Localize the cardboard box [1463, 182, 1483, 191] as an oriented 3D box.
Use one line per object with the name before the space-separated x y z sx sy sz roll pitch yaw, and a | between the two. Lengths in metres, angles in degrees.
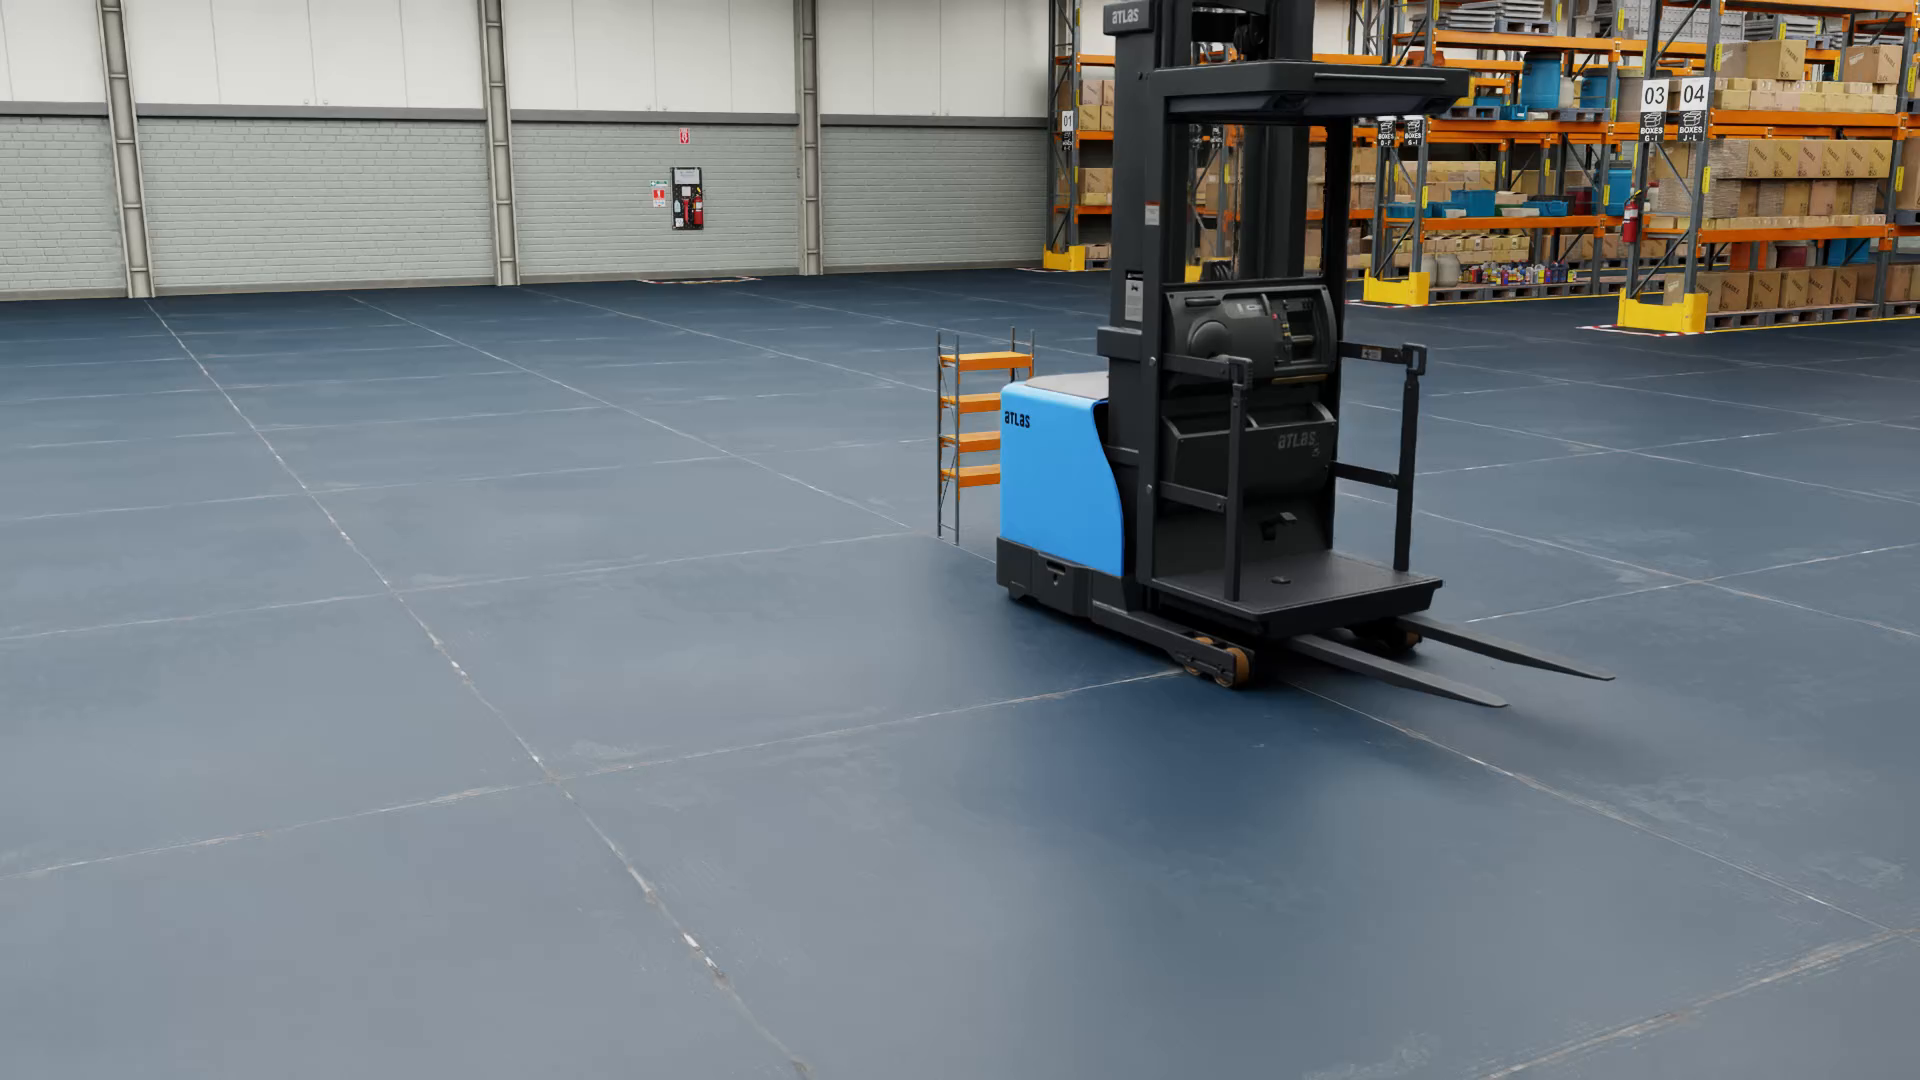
cardboard box | 10.040 -6.881 33.123 0.500 0.500 0.500 -8 15 -31

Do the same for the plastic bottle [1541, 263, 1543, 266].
plastic bottle | 9.874 -4.570 28.297 0.097 0.271 0.097 0 13 0

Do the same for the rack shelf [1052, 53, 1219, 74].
rack shelf | 3.862 -9.909 34.789 4.000 0.370 1.077 -7 14 -28

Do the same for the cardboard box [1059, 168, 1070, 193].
cardboard box | 2.418 -7.517 34.767 0.500 0.500 0.500 -7 14 -28

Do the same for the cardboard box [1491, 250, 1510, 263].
cardboard box | 10.709 -5.718 33.490 0.500 0.250 0.500 -7 14 -29

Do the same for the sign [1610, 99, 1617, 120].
sign | 10.618 -6.996 27.013 0.005 0.325 0.100 -7 14 -28

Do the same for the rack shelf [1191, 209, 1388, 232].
rack shelf | 6.239 -6.029 31.207 4.000 0.370 1.077 -7 14 -28

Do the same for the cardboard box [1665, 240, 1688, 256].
cardboard box | 15.488 -6.338 36.060 0.500 0.311 0.500 -7 14 -28

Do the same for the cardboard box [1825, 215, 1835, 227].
cardboard box | 11.769 -4.392 22.863 0.250 0.149 0.380 -7 14 -28

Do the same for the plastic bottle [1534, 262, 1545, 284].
plastic bottle | 9.485 -4.381 27.273 0.185 0.351 0.144 -7 14 -28

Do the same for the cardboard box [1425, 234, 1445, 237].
cardboard box | 9.548 -5.986 33.403 0.500 0.311 0.500 -7 14 -29

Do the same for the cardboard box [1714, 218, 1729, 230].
cardboard box | 9.819 -4.144 21.765 0.250 0.149 0.380 -7 14 -28

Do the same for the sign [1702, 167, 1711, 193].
sign | 9.487 -4.578 21.149 0.005 0.325 0.100 -7 14 -28

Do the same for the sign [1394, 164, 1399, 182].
sign | 8.261 -6.945 31.484 0.005 0.325 0.100 -7 14 -28

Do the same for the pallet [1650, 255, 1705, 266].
pallet | 15.619 -6.144 36.429 1.213 0.211 1.003 -7 14 -28

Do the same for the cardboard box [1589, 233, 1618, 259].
cardboard box | 13.397 -6.163 34.855 0.500 0.500 0.500 -7 15 -30

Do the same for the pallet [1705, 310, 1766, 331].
pallet | 10.023 -2.987 22.399 1.213 0.211 1.003 -7 14 -28

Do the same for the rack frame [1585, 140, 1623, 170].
rack frame | 16.150 -8.807 41.912 0.127 3.000 1.000 -7 14 -28

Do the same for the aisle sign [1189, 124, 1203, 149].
aisle sign | 4.285 -7.488 30.128 0.004 0.787 0.394 -7 14 -28

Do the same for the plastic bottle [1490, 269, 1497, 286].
plastic bottle | 8.594 -4.229 26.781 0.097 0.271 0.097 0 13 0

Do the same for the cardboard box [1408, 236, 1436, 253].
cardboard box | 8.918 -5.775 32.466 0.500 0.311 0.500 -7 14 -29

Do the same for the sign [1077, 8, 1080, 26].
sign | 2.366 -10.441 33.199 0.005 0.325 0.100 -7 14 -28

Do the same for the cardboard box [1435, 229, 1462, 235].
cardboard box | 11.352 -7.355 39.399 0.750 0.750 0.750 -6 14 -26

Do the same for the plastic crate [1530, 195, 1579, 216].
plastic crate | 9.844 -5.575 27.690 0.504 0.338 0.767 -7 14 -28

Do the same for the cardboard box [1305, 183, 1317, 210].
cardboard box | 6.257 -6.429 31.115 0.500 0.500 0.700 -6 14 -26

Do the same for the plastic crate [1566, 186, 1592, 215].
plastic crate | 10.643 -5.777 28.301 0.583 0.464 0.402 -7 14 -28

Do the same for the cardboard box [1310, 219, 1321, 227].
cardboard box | 7.991 -7.193 37.723 0.500 0.250 0.500 -7 14 -27

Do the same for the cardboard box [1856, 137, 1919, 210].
cardboard box | 13.502 -5.235 23.718 1.000 1.000 1.000 -7 14 -27

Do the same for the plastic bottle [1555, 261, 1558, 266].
plastic bottle | 9.868 -4.463 27.638 0.185 0.351 0.144 -7 14 -28

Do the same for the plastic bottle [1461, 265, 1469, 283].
plastic bottle | 8.349 -4.398 27.504 0.133 0.283 0.061 -6 14 -26

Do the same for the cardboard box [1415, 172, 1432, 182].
cardboard box | 10.577 -8.277 38.603 0.500 0.500 0.500 -7 14 -28

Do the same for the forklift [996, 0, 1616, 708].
forklift | 1.395 -0.936 7.092 1.130 2.935 3.031 -8 15 -31

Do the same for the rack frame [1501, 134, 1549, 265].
rack frame | 11.505 -7.012 33.933 0.127 3.000 1.000 -7 14 -28

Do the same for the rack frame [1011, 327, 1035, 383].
rack frame | 0.359 -0.628 9.669 0.015 1.200 0.240 -7 14 -28

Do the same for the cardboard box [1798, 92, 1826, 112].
cardboard box | 11.114 -5.814 22.121 0.500 0.250 0.500 -6 14 -26

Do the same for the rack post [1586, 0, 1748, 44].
rack post | 12.051 -8.884 28.133 3.121 1.000 1.013 -7 14 -28

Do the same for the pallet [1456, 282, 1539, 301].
pallet | 8.683 -4.083 27.273 1.213 0.211 1.003 -7 14 -28

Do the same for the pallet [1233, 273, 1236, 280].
pallet | 5.134 -4.898 30.892 1.213 0.211 1.003 -7 14 -28

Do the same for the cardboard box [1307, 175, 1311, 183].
cardboard box | 6.280 -6.696 30.828 0.250 0.149 0.380 -7 14 -27

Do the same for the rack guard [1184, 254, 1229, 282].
rack guard | 4.462 -4.948 30.456 0.348 0.500 1.175 -7 14 -28

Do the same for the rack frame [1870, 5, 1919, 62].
rack frame | 17.386 -9.404 30.900 0.127 3.000 1.000 -7 14 -28

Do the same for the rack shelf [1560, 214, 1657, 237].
rack shelf | 12.120 -5.495 28.833 4.000 0.370 1.077 -7 14 -28

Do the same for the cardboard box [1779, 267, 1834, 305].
cardboard box | 11.868 -3.571 23.379 0.500 0.500 0.500 -2 13 -10

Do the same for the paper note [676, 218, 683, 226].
paper note | -5.336 -6.046 31.647 0.142 0.148 0.016 -7 14 -28

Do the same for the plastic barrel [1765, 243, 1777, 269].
plastic barrel | 14.749 -5.179 30.500 0.421 0.512 0.421 0 13 0

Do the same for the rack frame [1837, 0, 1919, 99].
rack frame | 12.737 -7.608 22.919 0.127 3.000 1.000 -7 14 -28

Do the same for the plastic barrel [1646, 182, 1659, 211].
plastic barrel | 11.953 -5.838 28.407 0.433 0.535 0.433 0 13 0

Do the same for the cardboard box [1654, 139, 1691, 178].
cardboard box | 9.591 -5.048 22.024 0.500 0.500 0.500 -7 14 -28

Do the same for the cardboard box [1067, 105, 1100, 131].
cardboard box | 2.520 -8.633 34.033 0.500 0.500 0.500 -6 14 -26

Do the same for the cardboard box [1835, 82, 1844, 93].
cardboard box | 11.642 -6.076 22.375 0.250 0.149 0.380 -6 14 -26

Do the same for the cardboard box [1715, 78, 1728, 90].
cardboard box | 9.579 -5.830 21.282 0.250 0.149 0.380 -7 14 -28

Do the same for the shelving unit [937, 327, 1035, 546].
shelving unit | 0.145 -0.603 9.555 0.503 1.200 0.258 -7 14 -28
